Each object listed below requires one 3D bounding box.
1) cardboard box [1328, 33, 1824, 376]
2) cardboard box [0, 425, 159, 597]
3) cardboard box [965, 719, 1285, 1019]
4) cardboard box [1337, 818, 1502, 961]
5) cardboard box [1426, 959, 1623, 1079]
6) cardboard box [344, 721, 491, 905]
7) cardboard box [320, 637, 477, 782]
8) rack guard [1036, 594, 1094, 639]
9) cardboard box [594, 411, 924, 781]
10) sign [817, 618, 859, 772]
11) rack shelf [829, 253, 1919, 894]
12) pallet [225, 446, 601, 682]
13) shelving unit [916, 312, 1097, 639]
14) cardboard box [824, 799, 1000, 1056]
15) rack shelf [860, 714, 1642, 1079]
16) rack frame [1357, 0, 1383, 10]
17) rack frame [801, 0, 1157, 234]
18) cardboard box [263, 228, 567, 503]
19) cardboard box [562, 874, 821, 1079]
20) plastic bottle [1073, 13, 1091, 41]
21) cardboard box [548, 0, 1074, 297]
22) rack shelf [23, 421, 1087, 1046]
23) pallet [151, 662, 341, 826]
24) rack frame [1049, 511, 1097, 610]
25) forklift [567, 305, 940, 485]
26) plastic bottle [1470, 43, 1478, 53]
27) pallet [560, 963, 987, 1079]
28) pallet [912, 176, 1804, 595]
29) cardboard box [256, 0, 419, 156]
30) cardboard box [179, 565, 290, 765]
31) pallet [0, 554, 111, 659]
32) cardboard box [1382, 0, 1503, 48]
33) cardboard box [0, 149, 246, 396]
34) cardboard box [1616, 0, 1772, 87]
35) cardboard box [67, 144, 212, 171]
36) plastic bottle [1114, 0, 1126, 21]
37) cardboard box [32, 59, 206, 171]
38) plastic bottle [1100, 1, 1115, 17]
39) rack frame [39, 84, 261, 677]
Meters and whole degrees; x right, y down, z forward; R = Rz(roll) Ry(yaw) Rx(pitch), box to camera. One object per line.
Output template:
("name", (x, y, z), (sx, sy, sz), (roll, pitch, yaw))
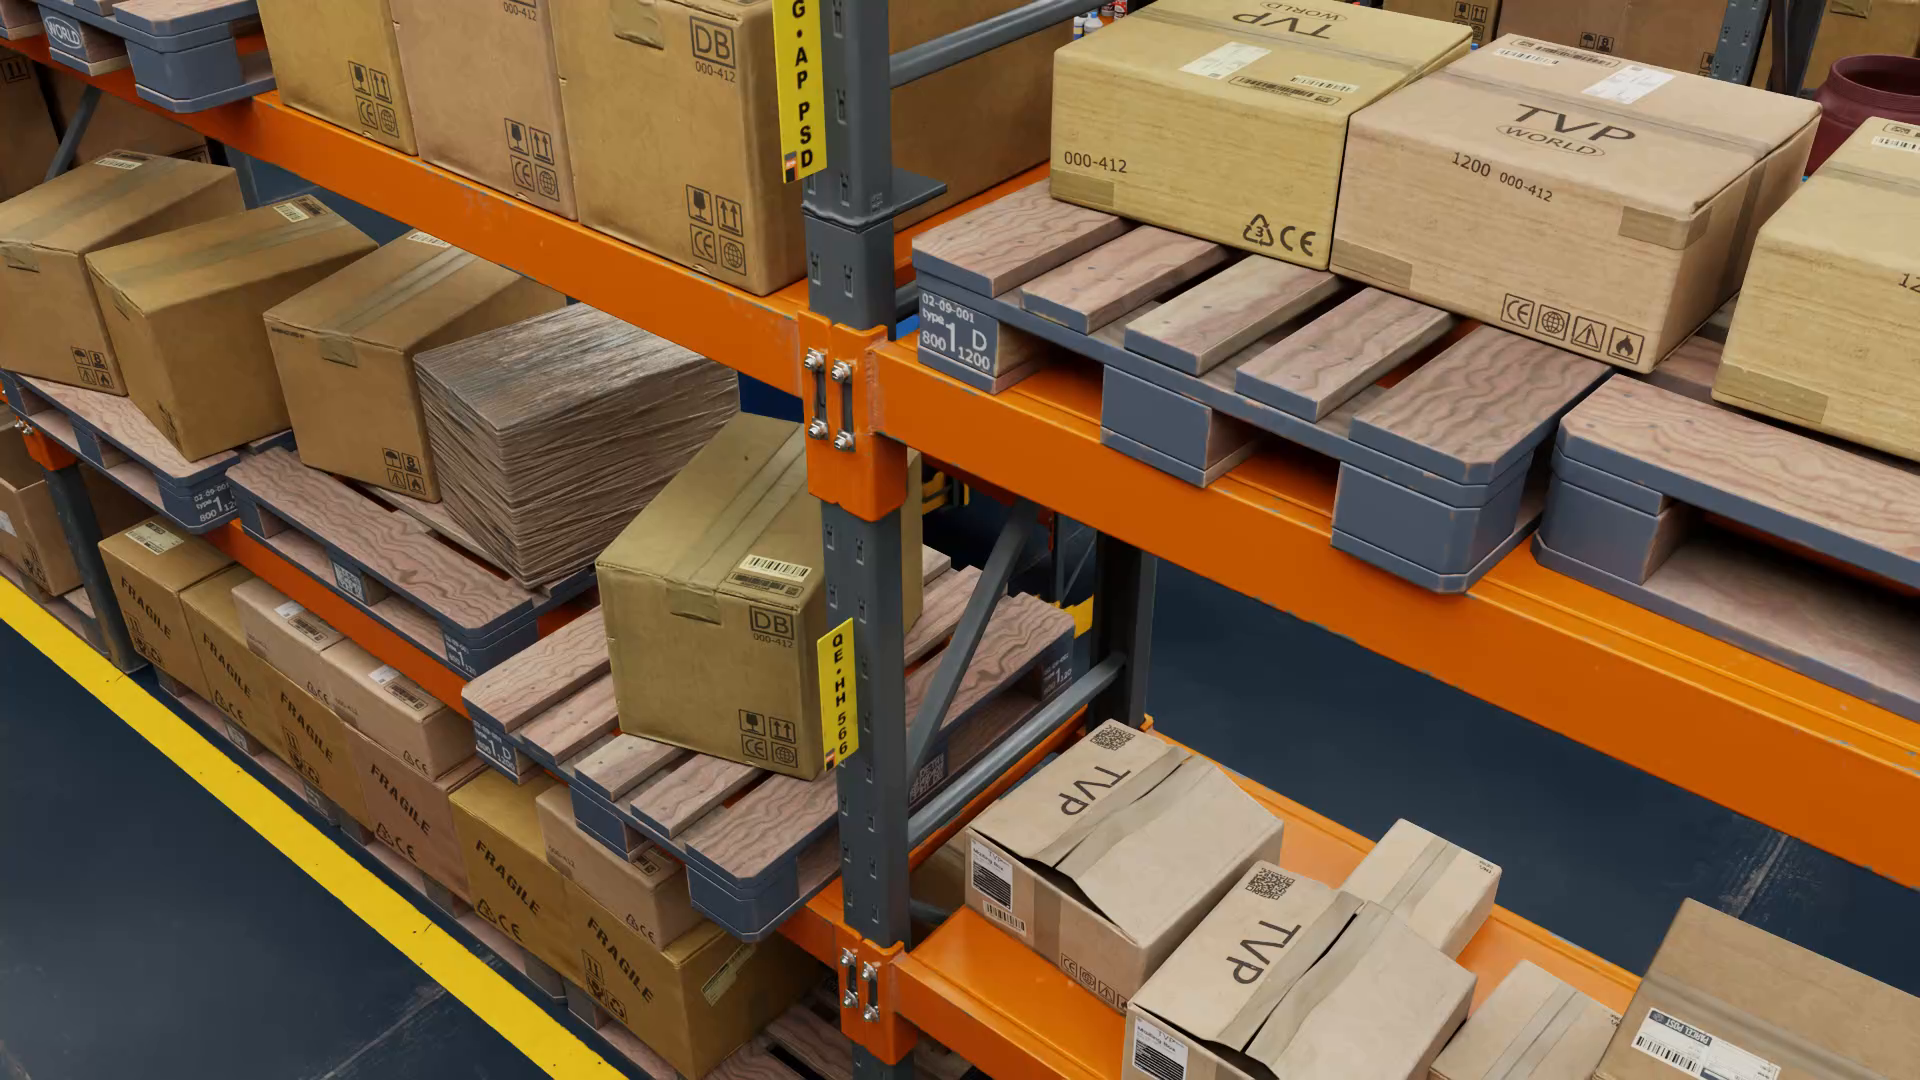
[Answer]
("cardboard box", (0.907, -0.520, 2.470), (0.500, 0.250, 0.500), (26, 42, 33))
("cardboard box", (-3.585, -0.177, 6.678), (0.500, 0.500, 0.500), (25, 42, 32))
("cardboard box", (0.360, 0.693, 3.670), (0.500, 0.311, 0.500), (28, 43, 35))
("cardboard box", (0.976, 0.815, 3.636), (0.250, 0.149, 0.380), (25, 42, 32))
("cardboard box", (1.124, 1.047, 3.298), (0.250, 0.149, 0.380), (29, 44, 35))
("cardboard box", (-1.566, 0.743, 5.338), (0.500, 0.500, 0.500), (24, 41, 30))
("cardboard box", (-1.596, 0.422, 5.143), (0.500, 0.250, 0.500), (24, 41, 31))
("rack guard", (0.521, 0.227, 6.698), (0.087, 0.250, 0.587), (29, 44, 35))
("cardboard box", (-0.448, 0.112, 3.978), (0.500, 0.500, 0.700), (12, 36, 17))
("sign", (-0.232, 0.301, 3.210), (0.005, 0.325, 0.100), (25, 42, 32))
("rack shelf", (1.645, 0.290, 2.164), (4.000, 0.370, 1.077), (25, 42, 32))
("pallet", (-1.389, -0.118, 4.941), (1.213, 0.211, 1.003), (25, 42, 32))
("shelving unit", (0.168, -0.486, 6.633), (1.083, 1.500, 0.587), (29, 44, 35))
("cardboard box", (-0.059, 1.065, 4.868), (0.500, 0.500, 0.500), (27, 43, 34))
("rack shelf", (1.645, 1.527, 3.013), (4.000, 0.370, 1.077), (25, 42, 32))
("rack frame", (3.375, -5.252, 12.248), (0.127, 3.000, 1.000), (25, 42, 32))
("rack frame", (0.108, -1.967, 2.166), (0.127, 3.000, 1.000), (25, 42, 32))
("cardboard box", (-1.569, -0.544, 4.934), (0.500, 0.500, 0.700), (15, 37, 20))
("cardboard box", (-0.761, 1.118, 4.792), (0.500, 0.500, 0.500), (27, 43, 34))
("plastic bottle", (0.599, -2.580, 8.466), (0.135, 0.276, 0.152), (25, 42, 32))
("cardboard box", (-0.249, -0.915, 3.195), (0.500, 0.500, 0.910), (25, 42, 32))
("rack shelf", (-1.429, 0.078, 5.123), (4.000, 0.370, 1.077), (25, 42, 32))
("pallet", (-2.317, 0.485, 6.358), (1.213, 0.211, 1.003), (25, 42, 32))
("rack frame", (0.535, -0.280, 6.333), (0.032, 1.500, 0.500), (29, 44, 35))
("forklift", (-1.215, -1.947, 7.496), (1.130, 2.935, 3.031), (-28, 43, -34))
("plastic bottle", (2.447, -2.246, 7.984), (0.097, 0.271, 0.097), (0, 34, 0))
("pallet", (-0.442, 1.368, 5.071), (1.213, 0.211, 1.003), (25, 42, 32))
("pallet", (0.687, -0.446, 2.767), (1.003, 0.211, 1.213), (27, 43, 34))
("cardboard box", (-1.040, -1.289, 3.739), (0.500, 0.500, 0.910), (25, 42, 32))
("cardboard box", (-2.333, 0.375, 5.873), (0.500, 0.500, 0.500), (26, 42, 32))
("pallet", (-3.493, -0.043, 7.126), (1.213, 0.211, 1.003), (25, 42, 32))
("cardboard box", (3.880, -4.326, 12.405), (0.875, 0.875, 1.225), (25, 42, 32))
("cardboard box", (-2.745, -0.889, 5.435), (0.500, 0.500, 0.700), (12, 36, 17))
("cardboard box", (5.252, -3.685, 11.473), (0.875, 0.875, 1.225), (25, 42, 32))
("cardboard box", (-3.183, -1.288, 6.387), (0.500, 0.500, 0.500), (26, 42, 33))
("plastic bottle", (0.886, -2.908, 9.010), (0.097, 0.201, 0.097), (0, 34, 0))
("cardboard box", (-3.148, -1.690, 6.089), (0.500, 0.500, 0.500), (26, 42, 33))
("plastic bottle", (0.822, -2.983, 9.119), (0.097, 0.201, 0.097), (0, 34, 0))
("rack frame", (-2.966, -0.943, 5.974), (0.127, 3.000, 1.000), (25, 42, 32))
